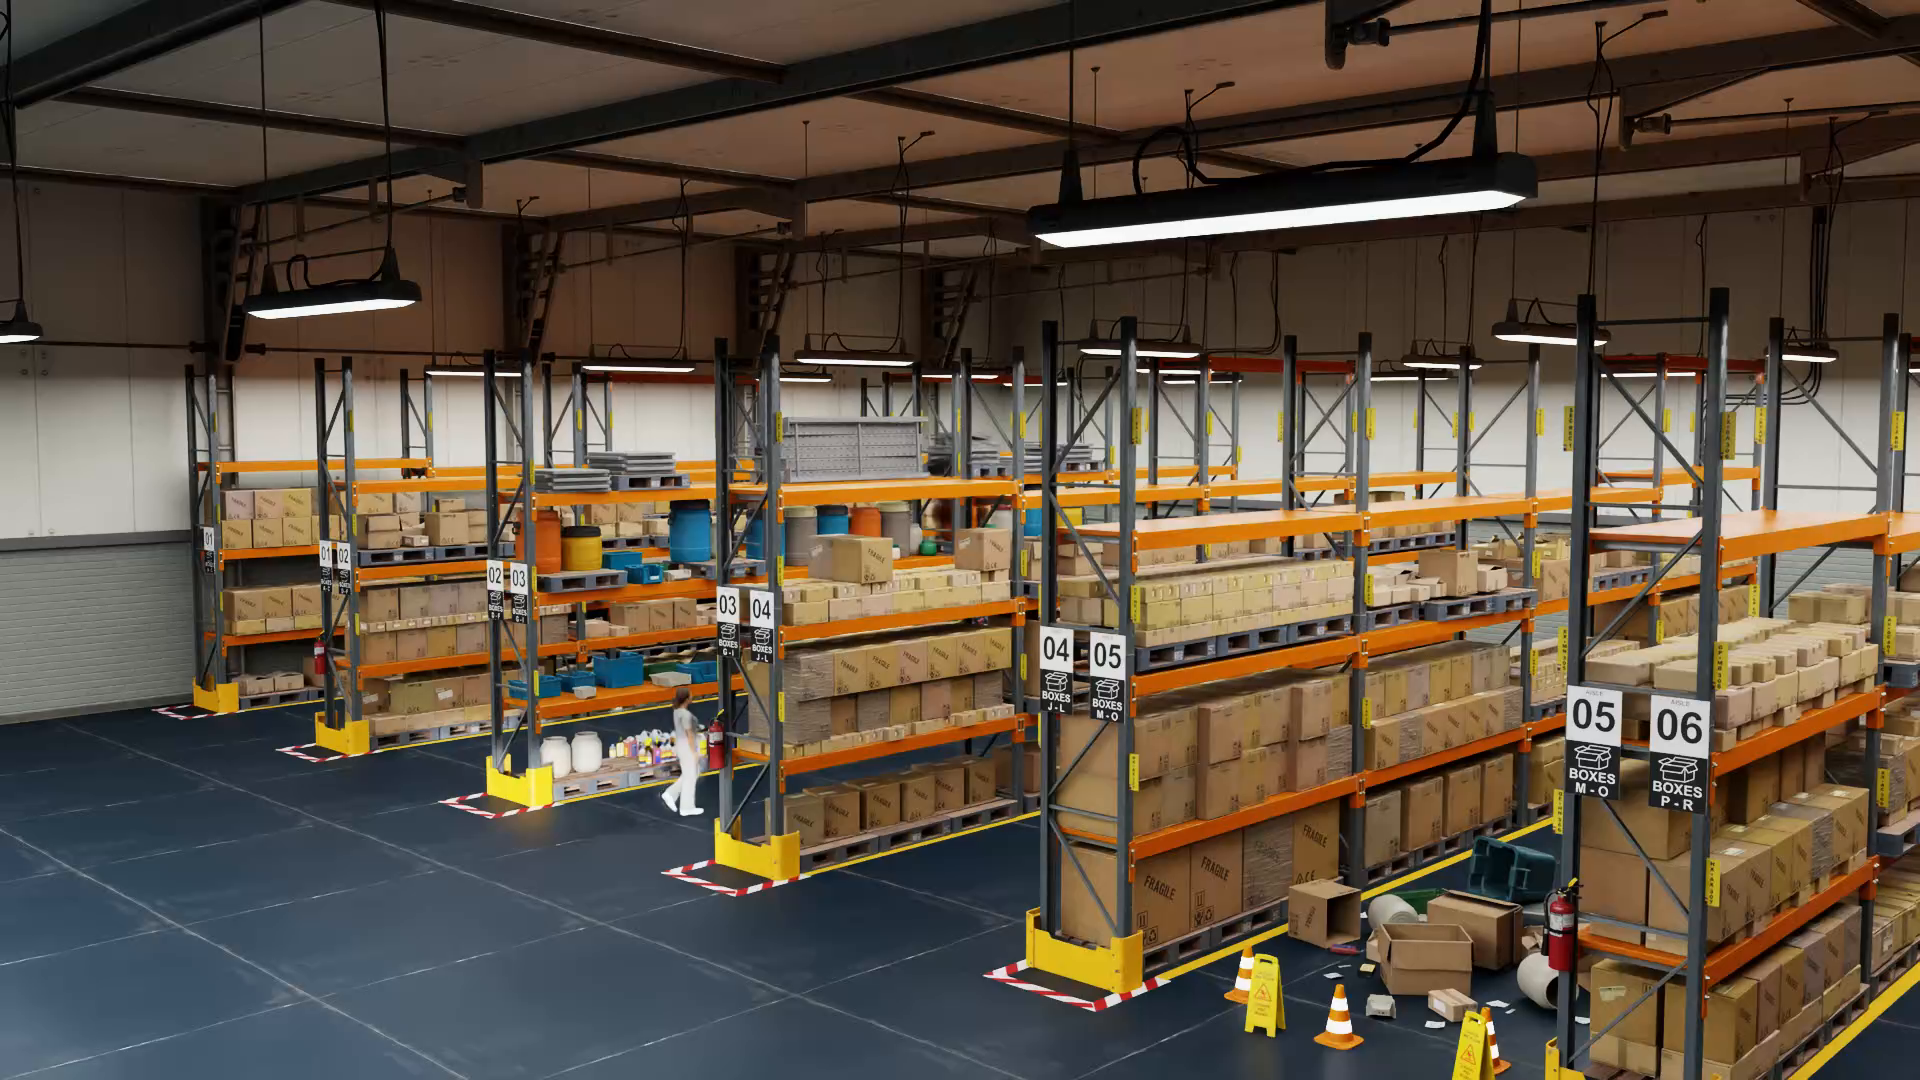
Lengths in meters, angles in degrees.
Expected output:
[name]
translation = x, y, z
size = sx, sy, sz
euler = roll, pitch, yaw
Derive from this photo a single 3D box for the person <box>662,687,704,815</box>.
[person]
translation = -3.539, 2.695, 21.229
size = 0.525, 1.661, 0.451
euler = -1, 5, -17
